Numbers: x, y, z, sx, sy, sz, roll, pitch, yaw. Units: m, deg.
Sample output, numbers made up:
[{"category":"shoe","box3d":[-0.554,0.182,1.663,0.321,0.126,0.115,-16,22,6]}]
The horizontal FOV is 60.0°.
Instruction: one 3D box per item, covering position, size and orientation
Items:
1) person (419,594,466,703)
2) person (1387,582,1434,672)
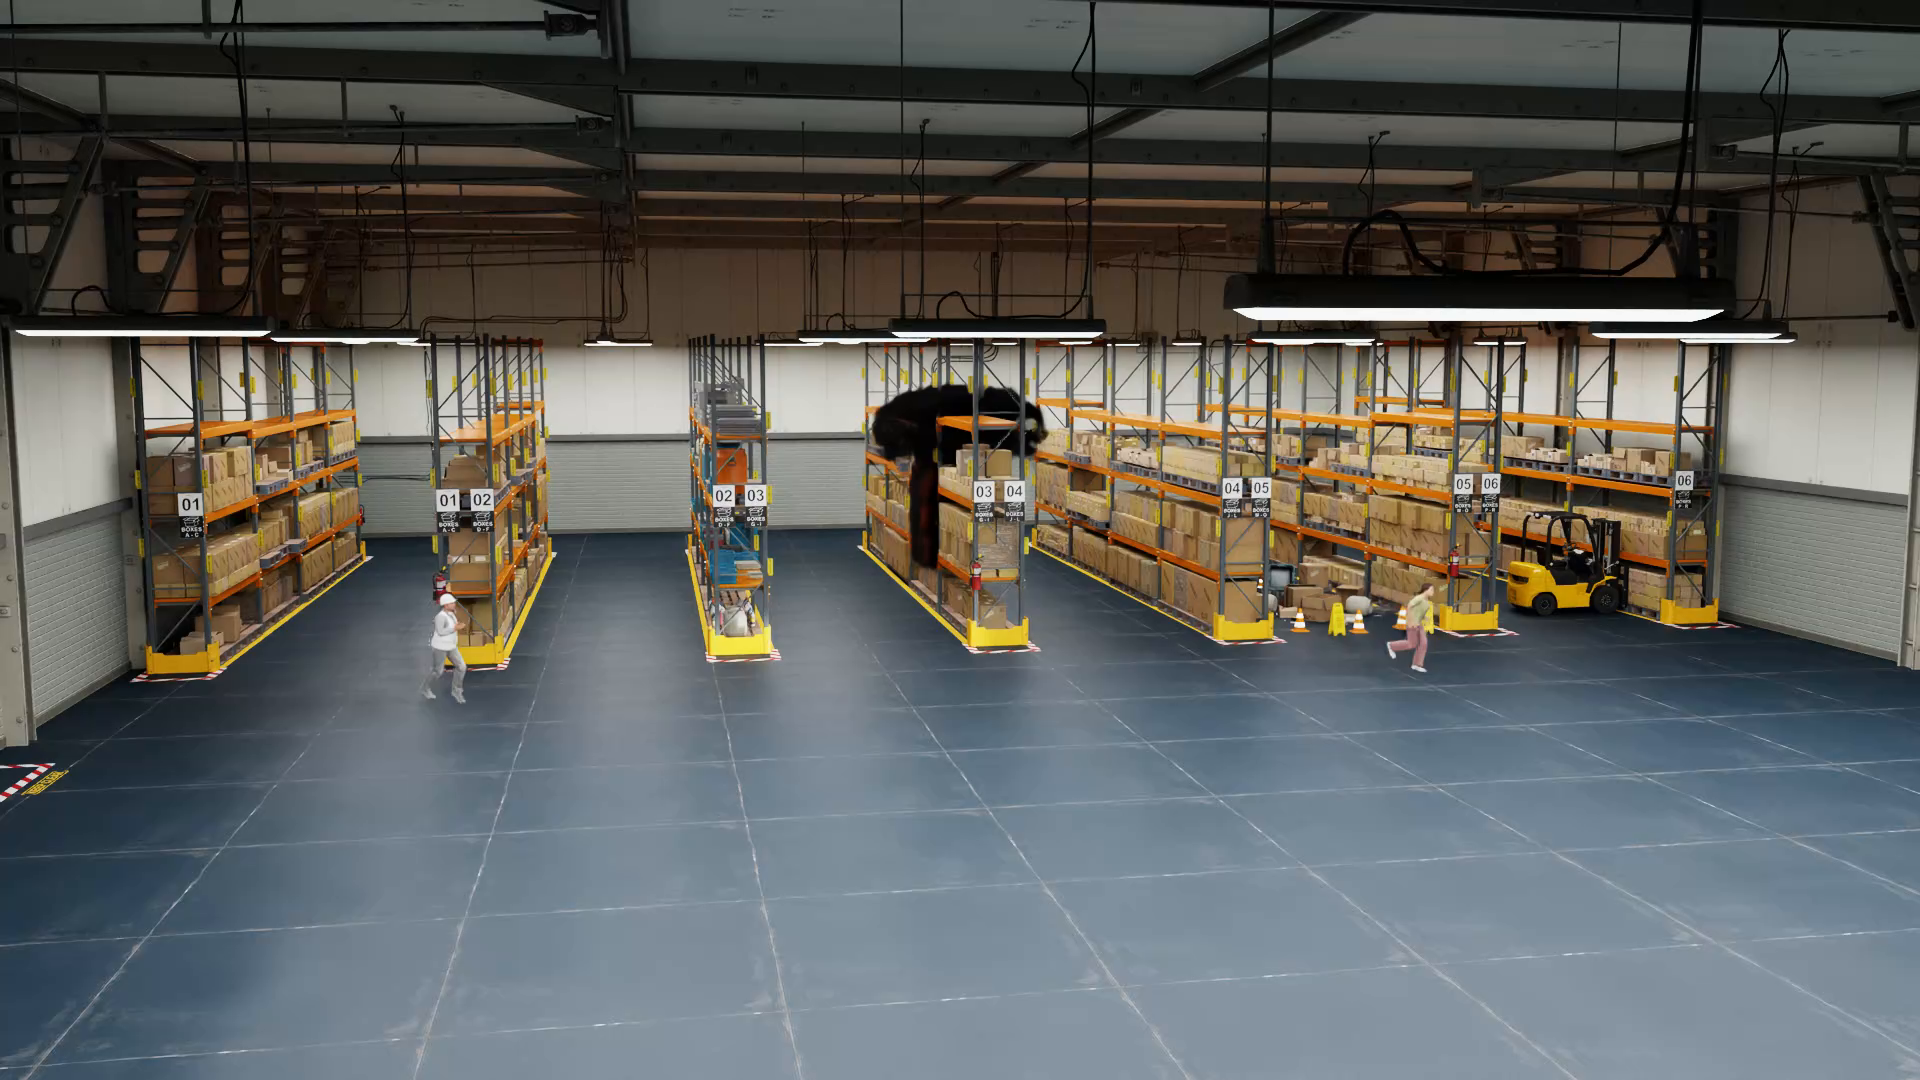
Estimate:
[{"category":"person","box3d":[-8.389,1.779,26.955,0.859,1.838,0.639,2,7,14]},{"category":"person","box3d":[8.085,1.539,29.848,0.837,1.619,0.579,4,8,34]}]
